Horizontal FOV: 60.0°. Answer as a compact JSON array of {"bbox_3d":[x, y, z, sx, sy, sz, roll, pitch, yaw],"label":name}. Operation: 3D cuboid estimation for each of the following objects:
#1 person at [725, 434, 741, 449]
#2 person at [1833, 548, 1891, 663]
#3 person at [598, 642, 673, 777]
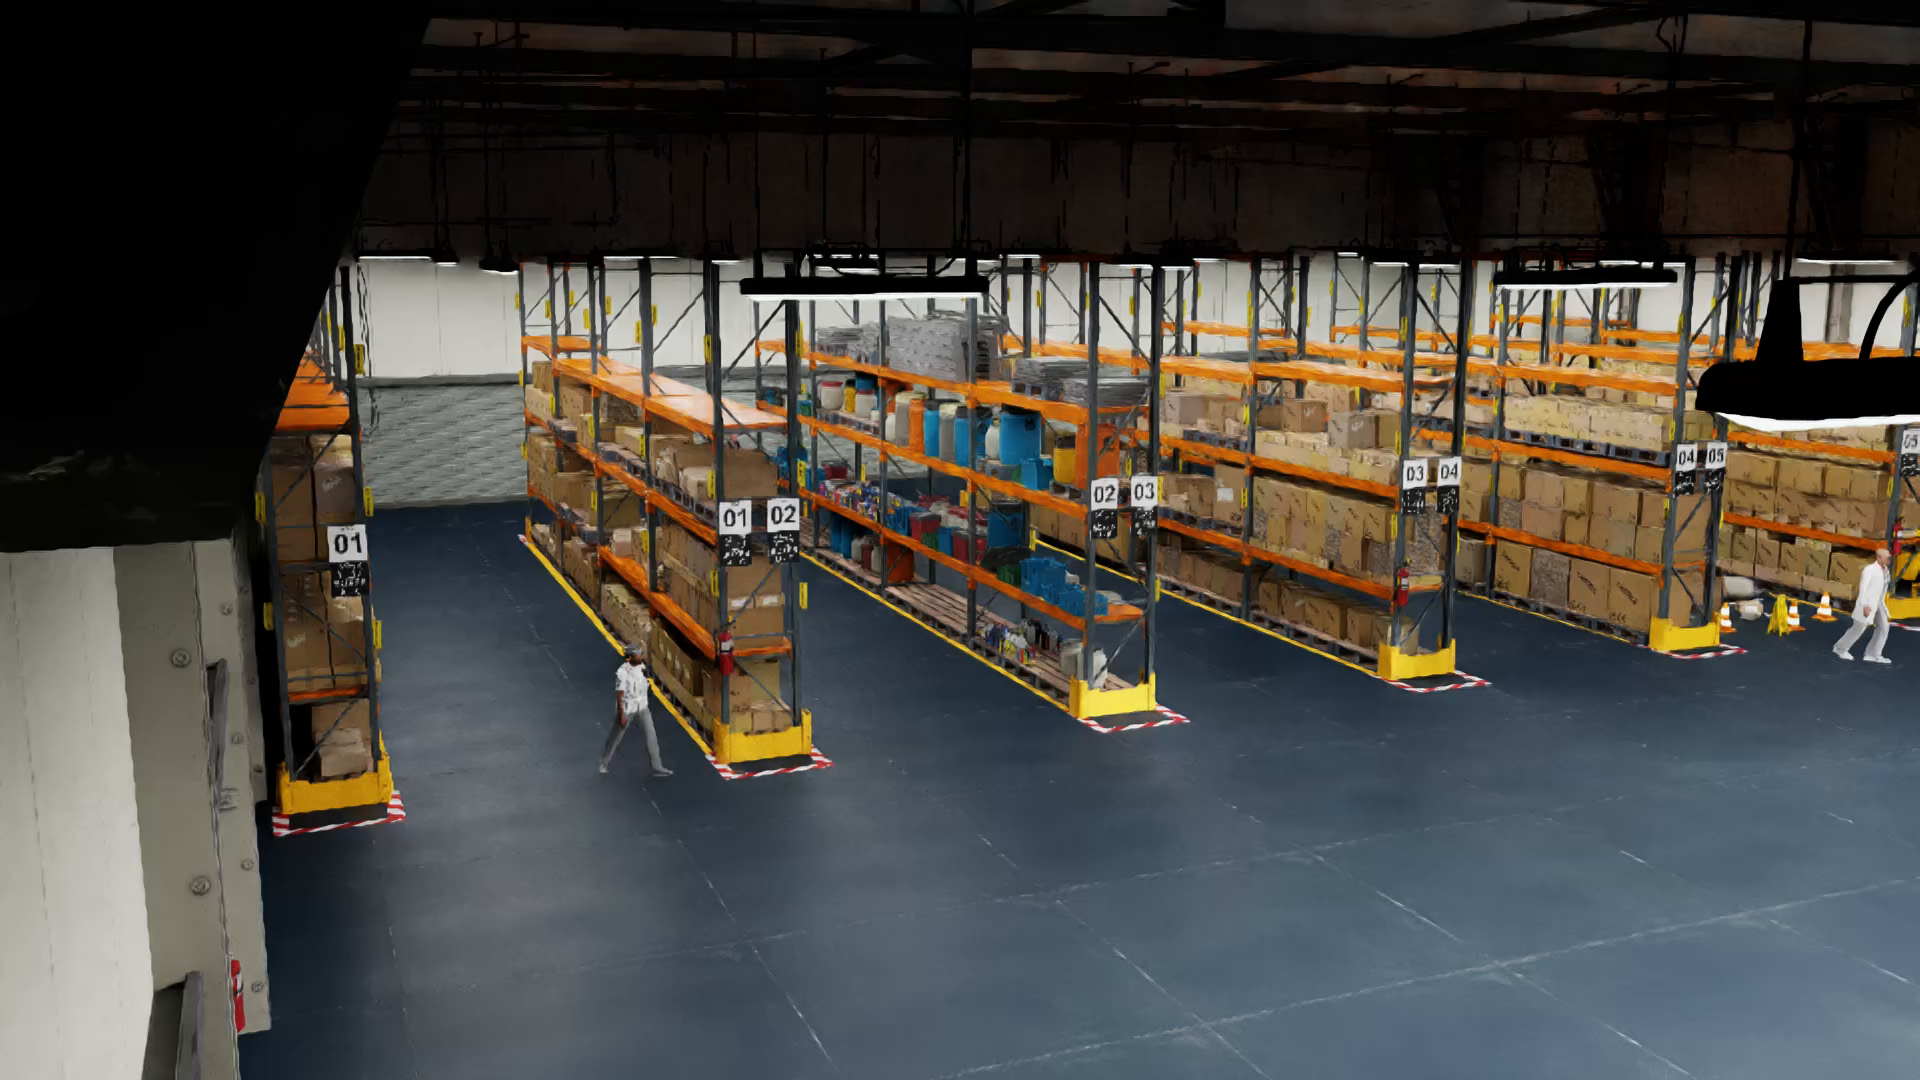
[{"bbox_3d":[-5.536,-1.819,40.323,0.666,1.659,0.825,-9,13,-39],"label":"person"},{"bbox_3d":[13.611,0.956,24.990,0.729,1.753,0.765,-6,12,-29],"label":"person"},{"bbox_3d":[-3.875,1.991,19.569,0.911,1.641,0.553,9,14,40],"label":"person"}]
